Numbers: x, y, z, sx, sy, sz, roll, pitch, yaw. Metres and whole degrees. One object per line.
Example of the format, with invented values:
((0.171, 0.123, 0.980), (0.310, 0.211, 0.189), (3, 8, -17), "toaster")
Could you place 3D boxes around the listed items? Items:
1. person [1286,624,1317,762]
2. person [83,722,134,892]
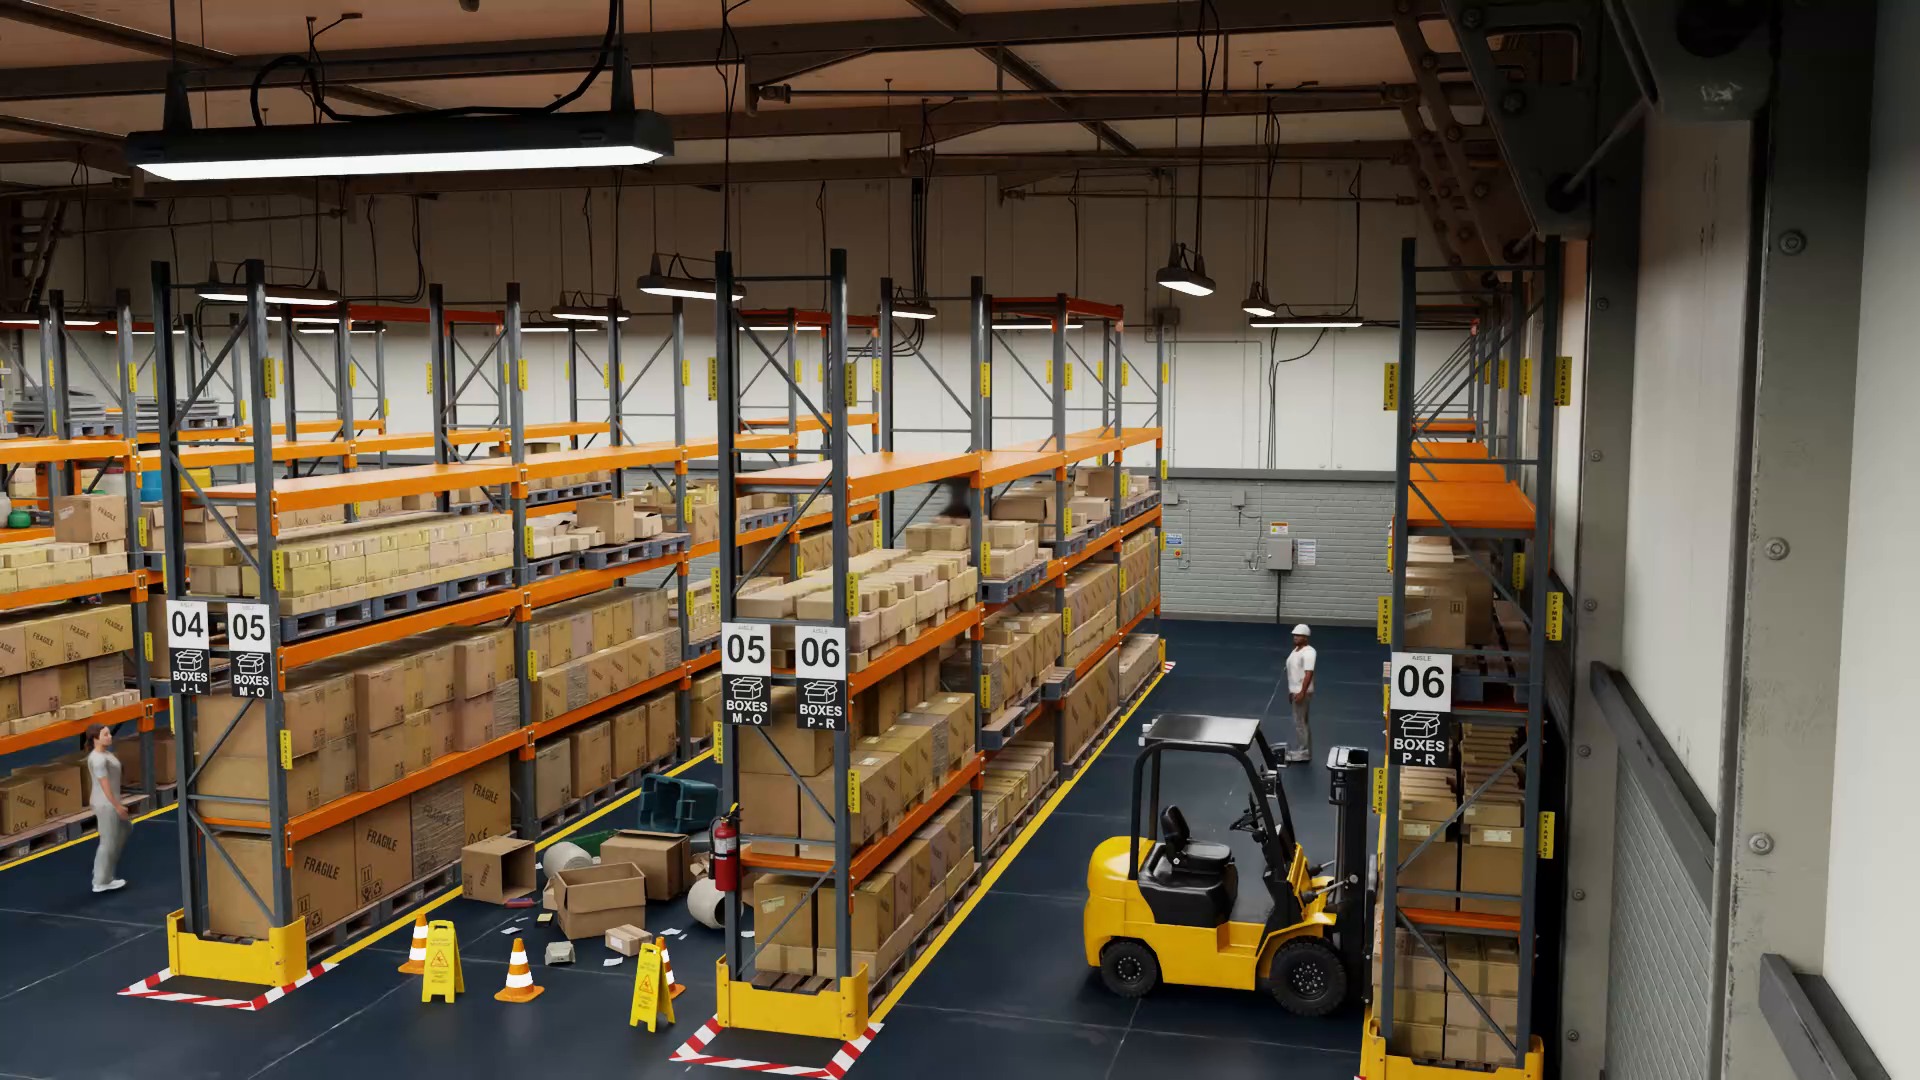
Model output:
((4.452, 1.984, 21.718), (0.378, 1.763, 0.612), (1, 6, 8), "person")
((-8.322, 2.607, 16.311), (0.444, 1.677, 0.471), (-6, 8, -43), "person")
